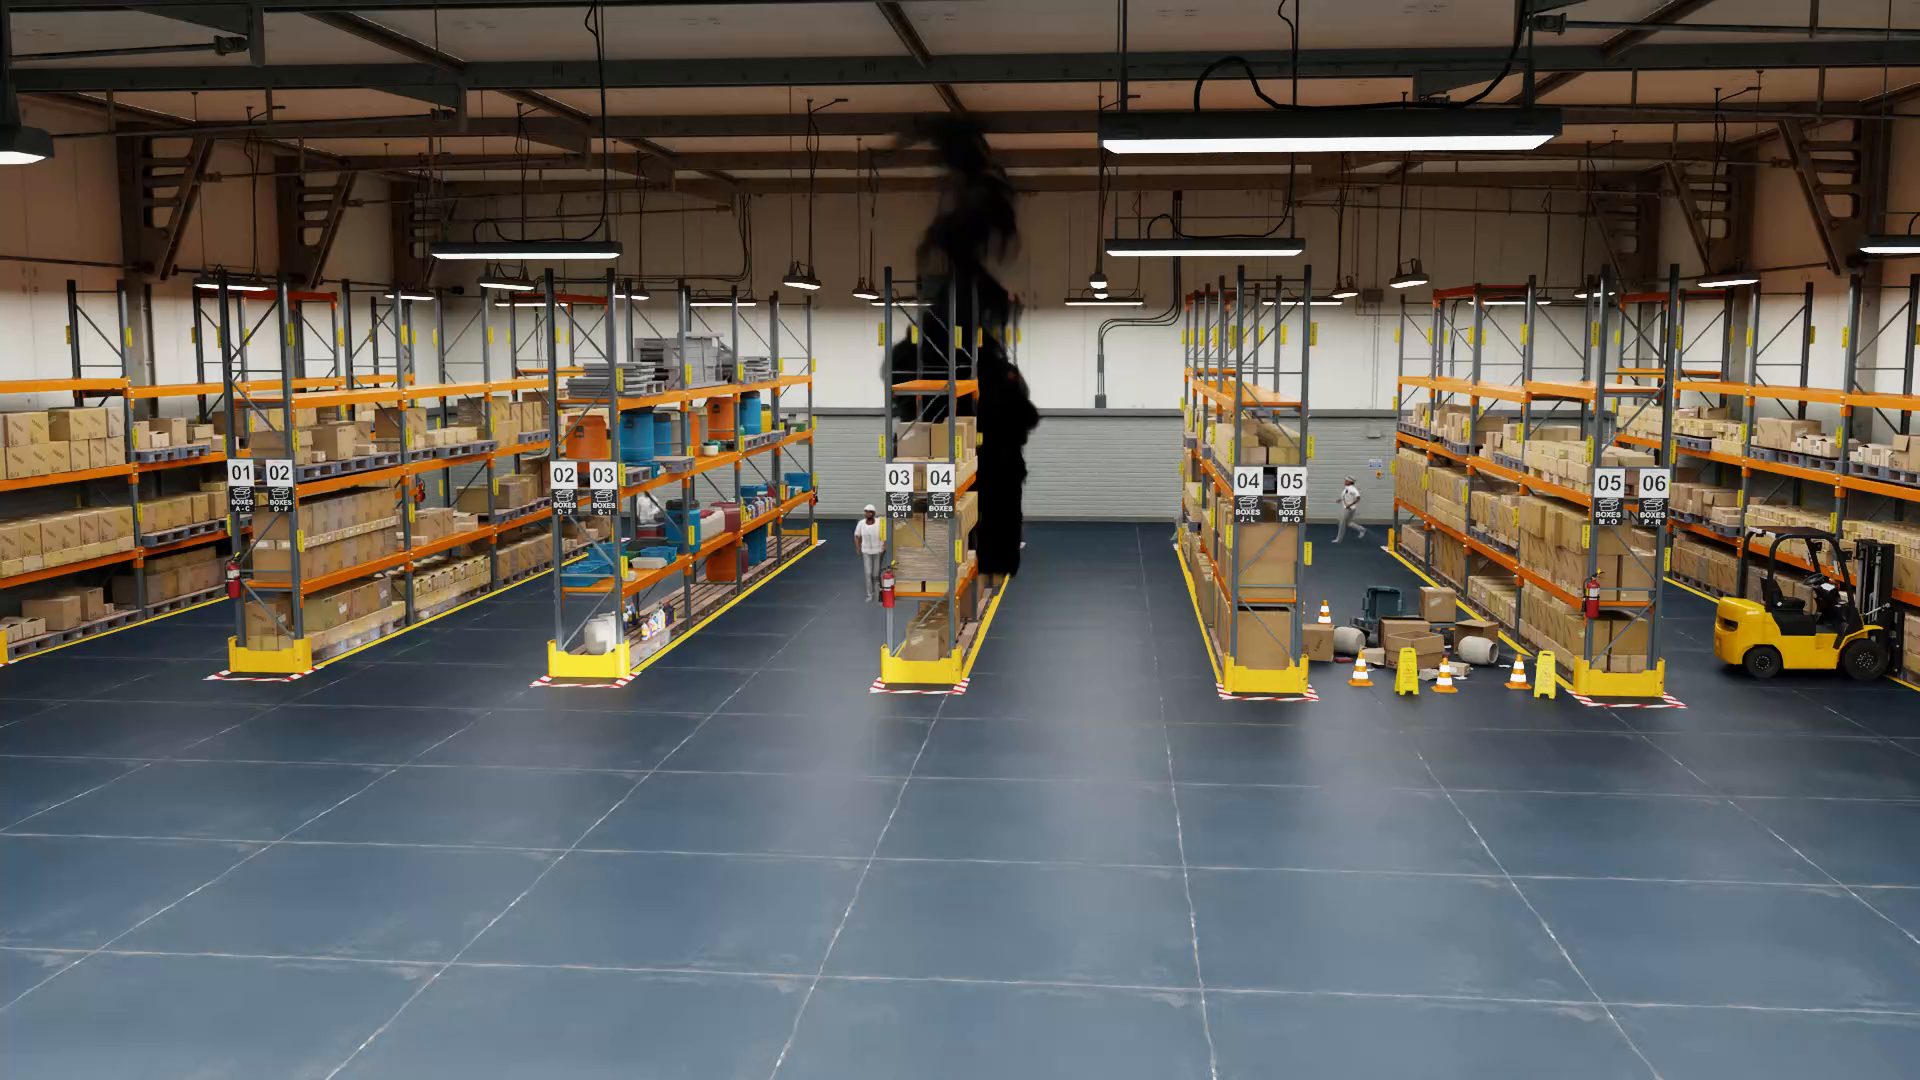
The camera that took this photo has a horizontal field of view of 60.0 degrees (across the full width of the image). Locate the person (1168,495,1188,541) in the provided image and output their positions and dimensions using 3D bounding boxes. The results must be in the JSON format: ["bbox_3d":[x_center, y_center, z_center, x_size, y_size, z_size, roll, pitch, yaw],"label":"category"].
[{"bbox_3d":[5.630,-0.814,40.824,0.945,1.762,0.671,0,7,0],"label":"person"}]

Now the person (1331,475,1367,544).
[{"bbox_3d":[9.515,-0.741,40.521,0.878,1.689,0.584,0,7,2],"label":"person"}]

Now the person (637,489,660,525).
[{"bbox_3d":[-7.195,-0.467,38.236,0.626,1.661,0.785,0,7,-2],"label":"person"}]

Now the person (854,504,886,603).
[{"bbox_3d":[-1.550,0.221,29.943,0.704,1.760,0.656,1,7,9],"label":"person"}]
